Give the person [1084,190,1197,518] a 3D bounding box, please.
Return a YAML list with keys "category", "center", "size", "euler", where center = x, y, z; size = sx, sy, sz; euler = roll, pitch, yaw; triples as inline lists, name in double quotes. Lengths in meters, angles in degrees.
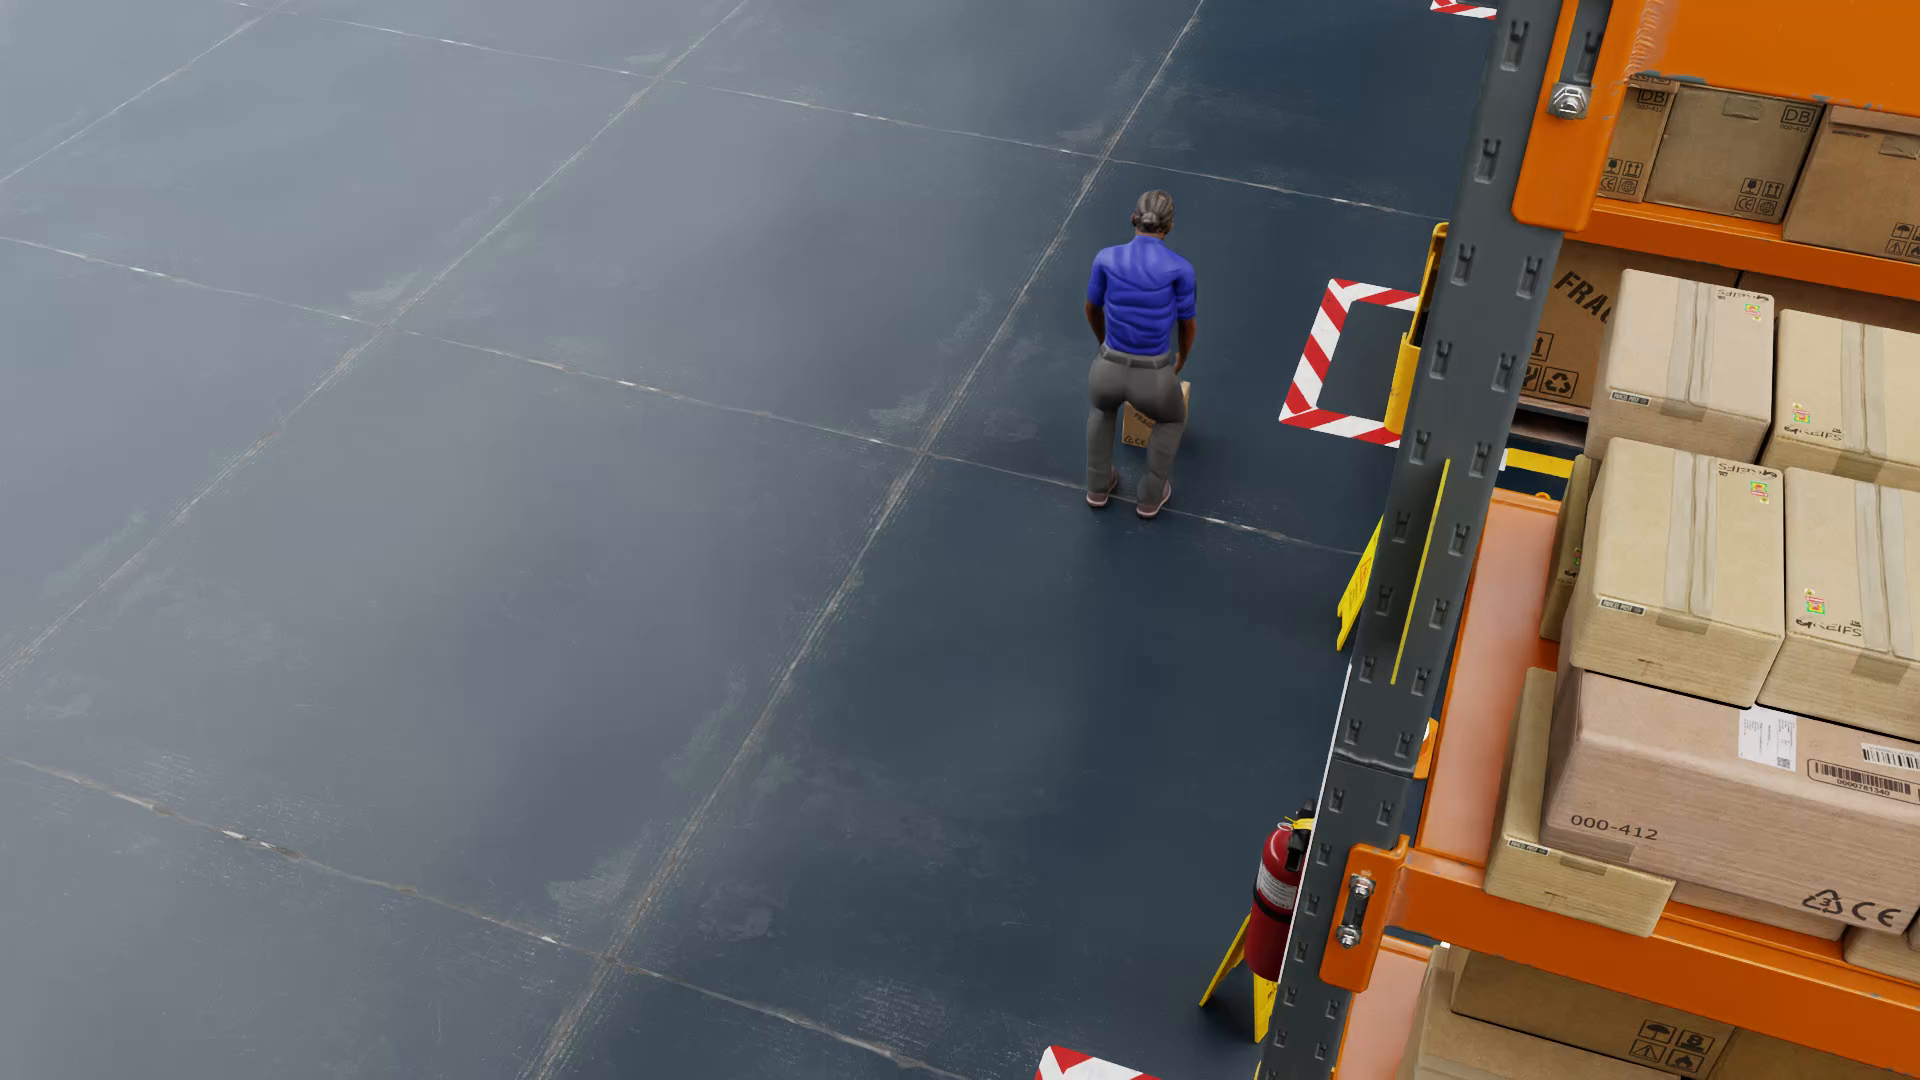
- category: "person"
  center: [0.747, -0.768, 7.196]
  size: [0.492, 1.441, 0.577]
  euler: [14, 44, 15]
